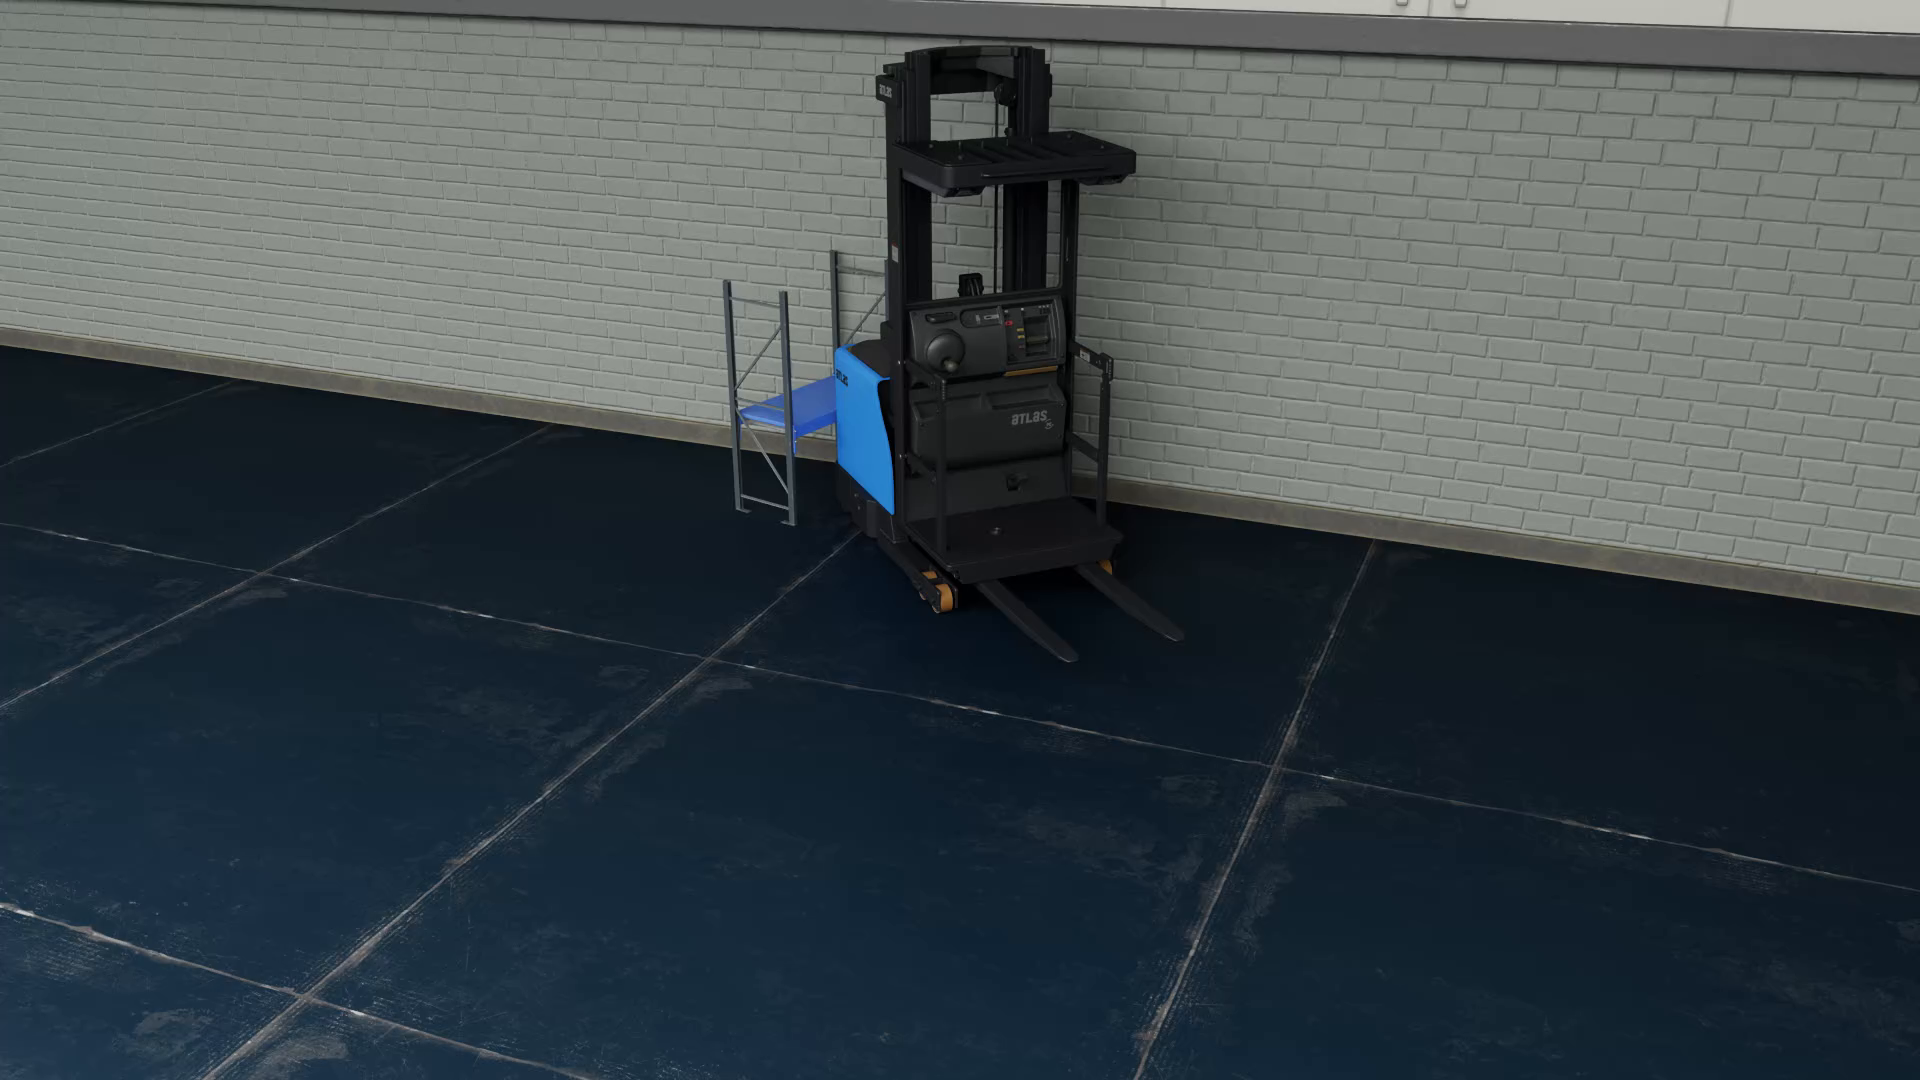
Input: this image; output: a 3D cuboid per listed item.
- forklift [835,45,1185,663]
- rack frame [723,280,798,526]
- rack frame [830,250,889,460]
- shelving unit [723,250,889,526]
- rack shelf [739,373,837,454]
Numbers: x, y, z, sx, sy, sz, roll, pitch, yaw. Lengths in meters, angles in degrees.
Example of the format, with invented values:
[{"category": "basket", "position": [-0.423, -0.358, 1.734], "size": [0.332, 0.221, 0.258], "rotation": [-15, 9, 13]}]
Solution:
[{"category": "forklift", "position": [0.247, -1.130, 9.152], "size": [1.130, 2.935, 3.031], "rotation": [-9, 24, -21]}, {"category": "rack frame", "position": [-1.236, -0.838, 10.308], "size": [0.500, 1.500, 0.032], "rotation": [15, 27, 33]}, {"category": "rack frame", "position": [-0.643, -1.156, 11.070], "size": [0.500, 1.500, 0.032], "rotation": [15, 27, 33]}, {"category": "shelving unit", "position": [-0.939, -0.997, 10.689], "size": [0.538, 1.500, 1.048], "rotation": [15, 27, 33]}, {"category": "rack shelf", "position": [-0.939, -0.831, 10.758], "size": [0.538, 0.185, 1.000], "rotation": [15, 27, 33]}]
